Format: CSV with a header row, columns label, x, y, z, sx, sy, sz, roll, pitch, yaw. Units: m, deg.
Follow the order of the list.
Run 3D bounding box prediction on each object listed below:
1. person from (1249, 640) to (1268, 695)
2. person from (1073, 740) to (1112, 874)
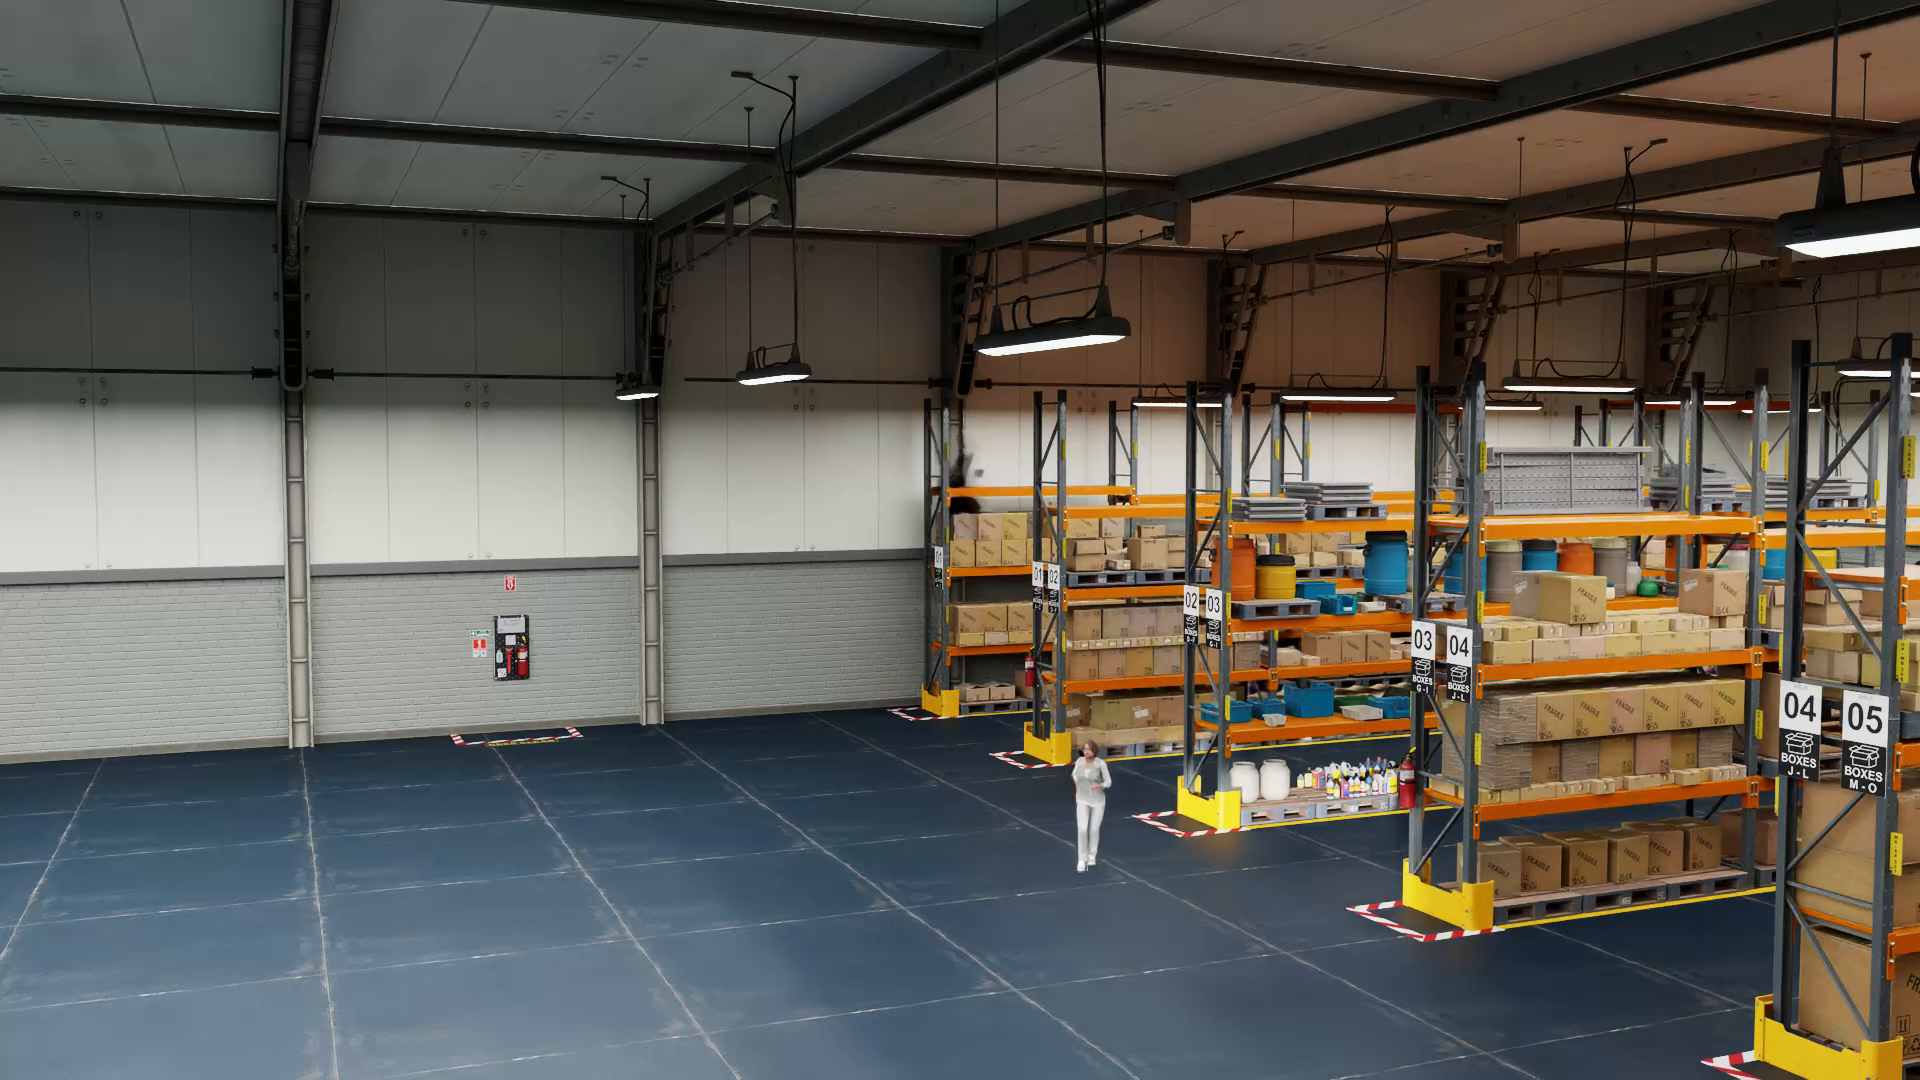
label,x,y,z,sx,sy,sz,roll,pitch,yaw
person,5.473,2.543,30.648,0.821,1.698,0.550,-2,4,-29
person,1.573,3.200,19.981,0.507,1.620,0.679,1,3,13
